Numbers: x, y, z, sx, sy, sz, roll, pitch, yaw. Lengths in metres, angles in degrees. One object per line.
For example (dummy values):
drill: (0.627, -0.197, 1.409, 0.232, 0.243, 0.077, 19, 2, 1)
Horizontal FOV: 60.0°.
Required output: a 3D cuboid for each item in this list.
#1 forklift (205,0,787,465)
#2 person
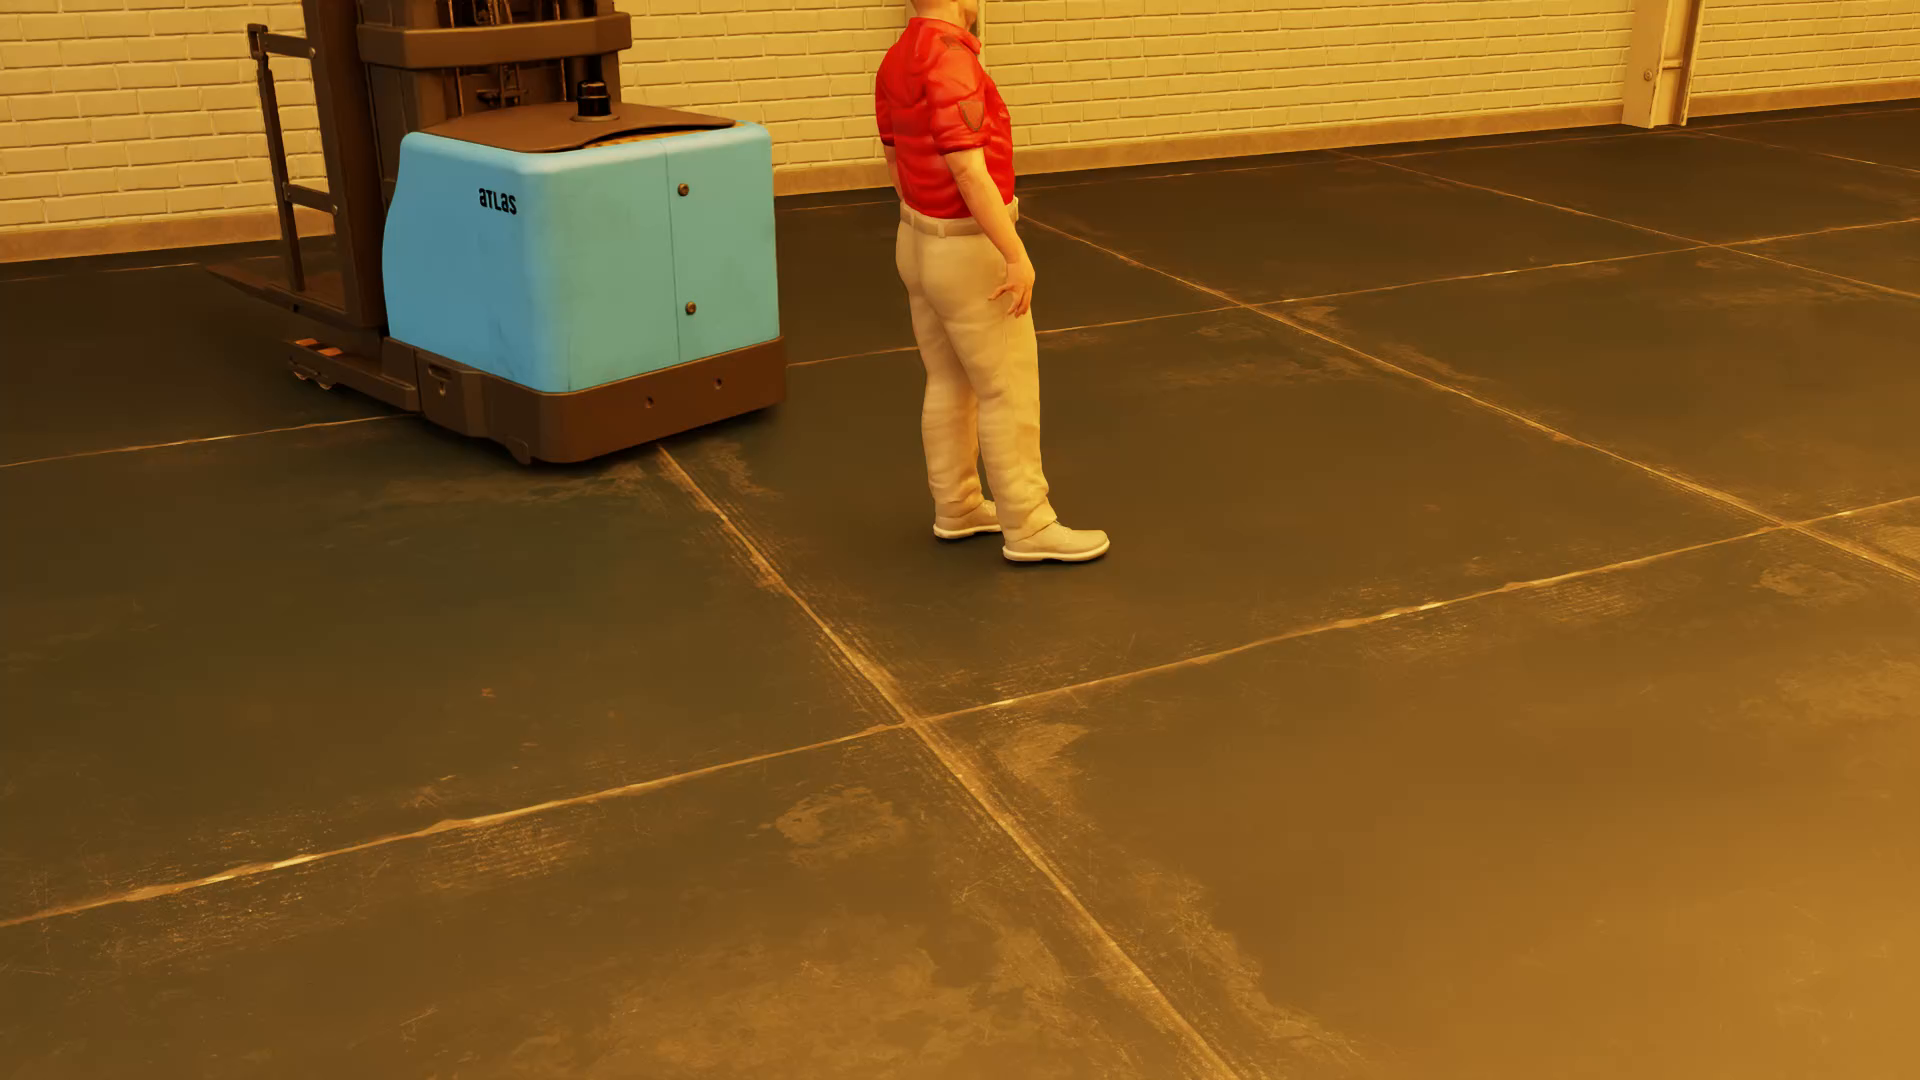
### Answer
forklift: (-2.065, -2.069, 6.267, 3.031, 2.935, 1.130, 20, 30, 39)
person: (0.086, -0.816, 4.798, 0.550, 1.727, 0.641, -10, 25, -23)
